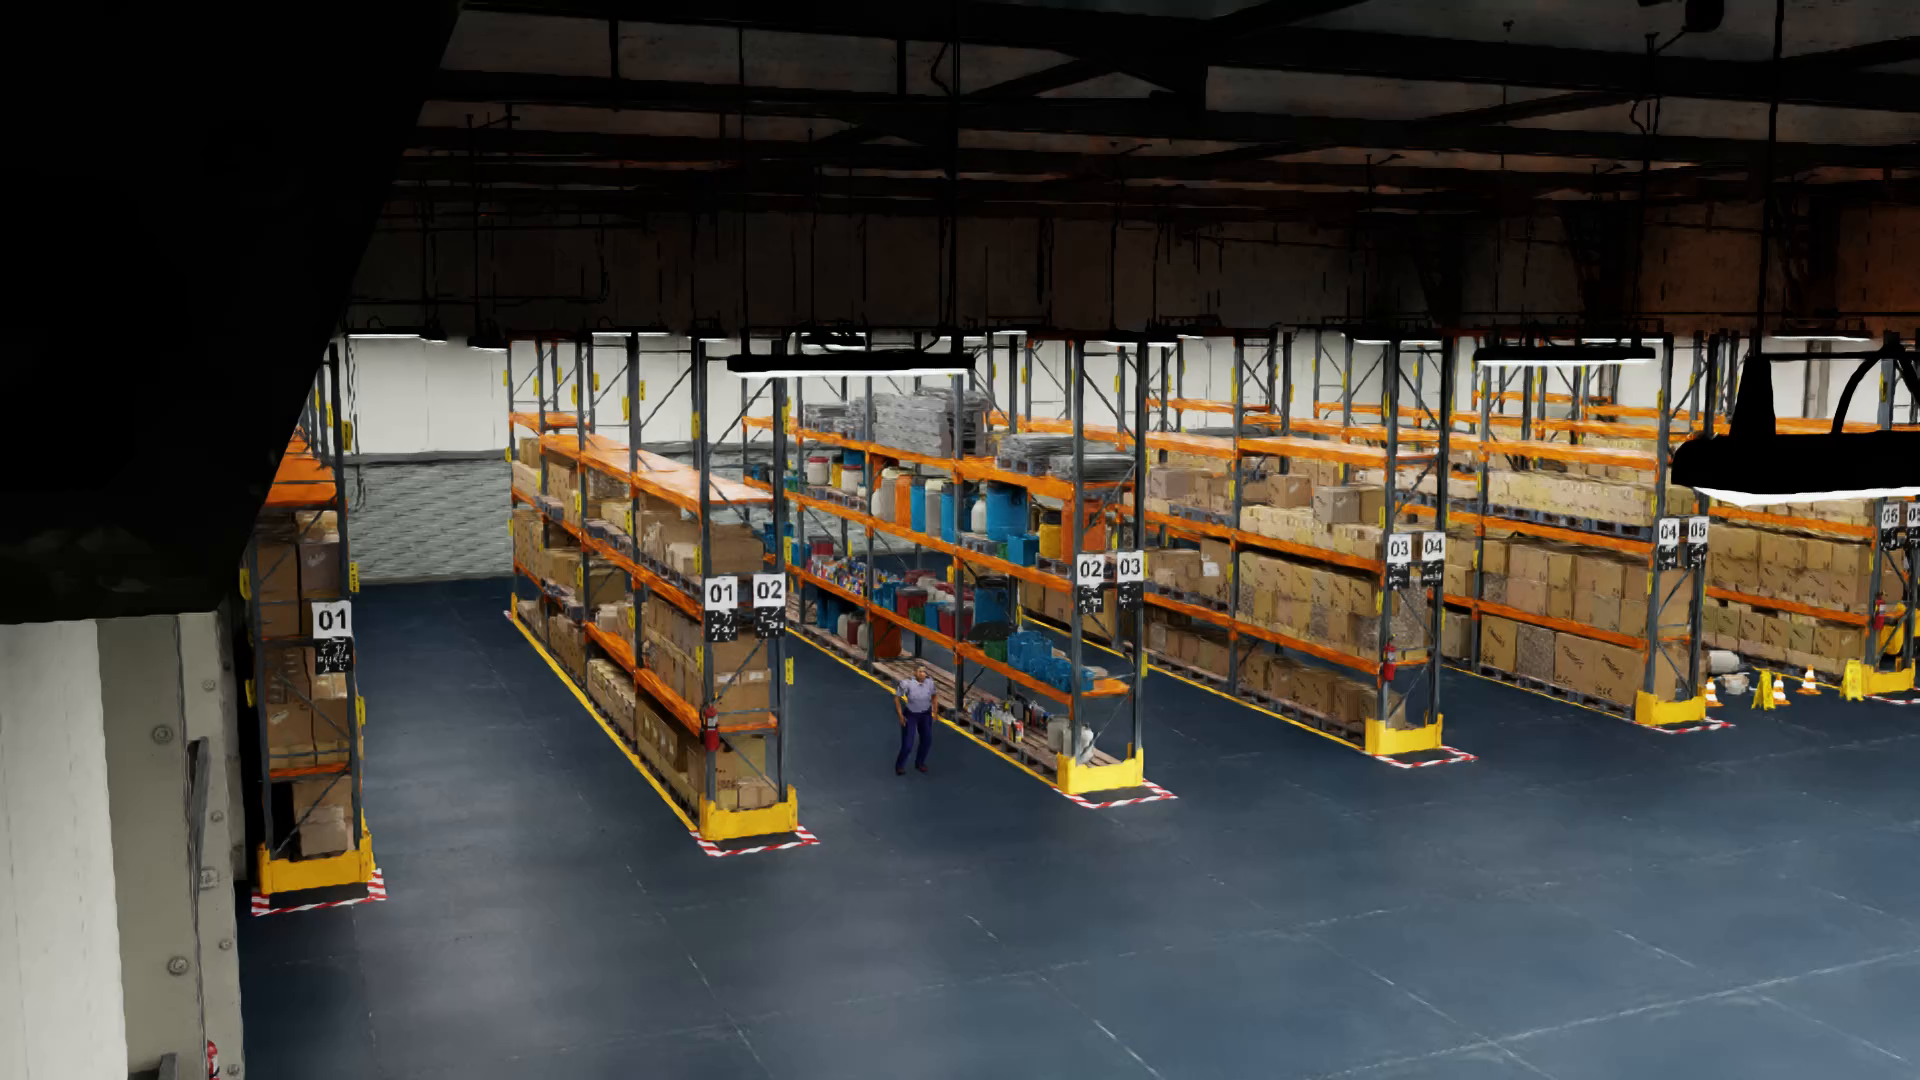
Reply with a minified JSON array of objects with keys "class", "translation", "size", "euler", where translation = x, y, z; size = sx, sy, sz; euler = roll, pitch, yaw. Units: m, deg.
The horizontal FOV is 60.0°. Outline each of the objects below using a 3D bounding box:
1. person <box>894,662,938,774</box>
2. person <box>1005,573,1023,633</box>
[{"class":"person","translation":[-0.607,2.440,22.942],"size":[0.625,1.596,0.517],"euler":[-3,8,-24]},{"class":"person","translation":[0.894,1.378,30.041],"size":[0.557,1.691,1.116],"euler":[-4,9,-25]}]
